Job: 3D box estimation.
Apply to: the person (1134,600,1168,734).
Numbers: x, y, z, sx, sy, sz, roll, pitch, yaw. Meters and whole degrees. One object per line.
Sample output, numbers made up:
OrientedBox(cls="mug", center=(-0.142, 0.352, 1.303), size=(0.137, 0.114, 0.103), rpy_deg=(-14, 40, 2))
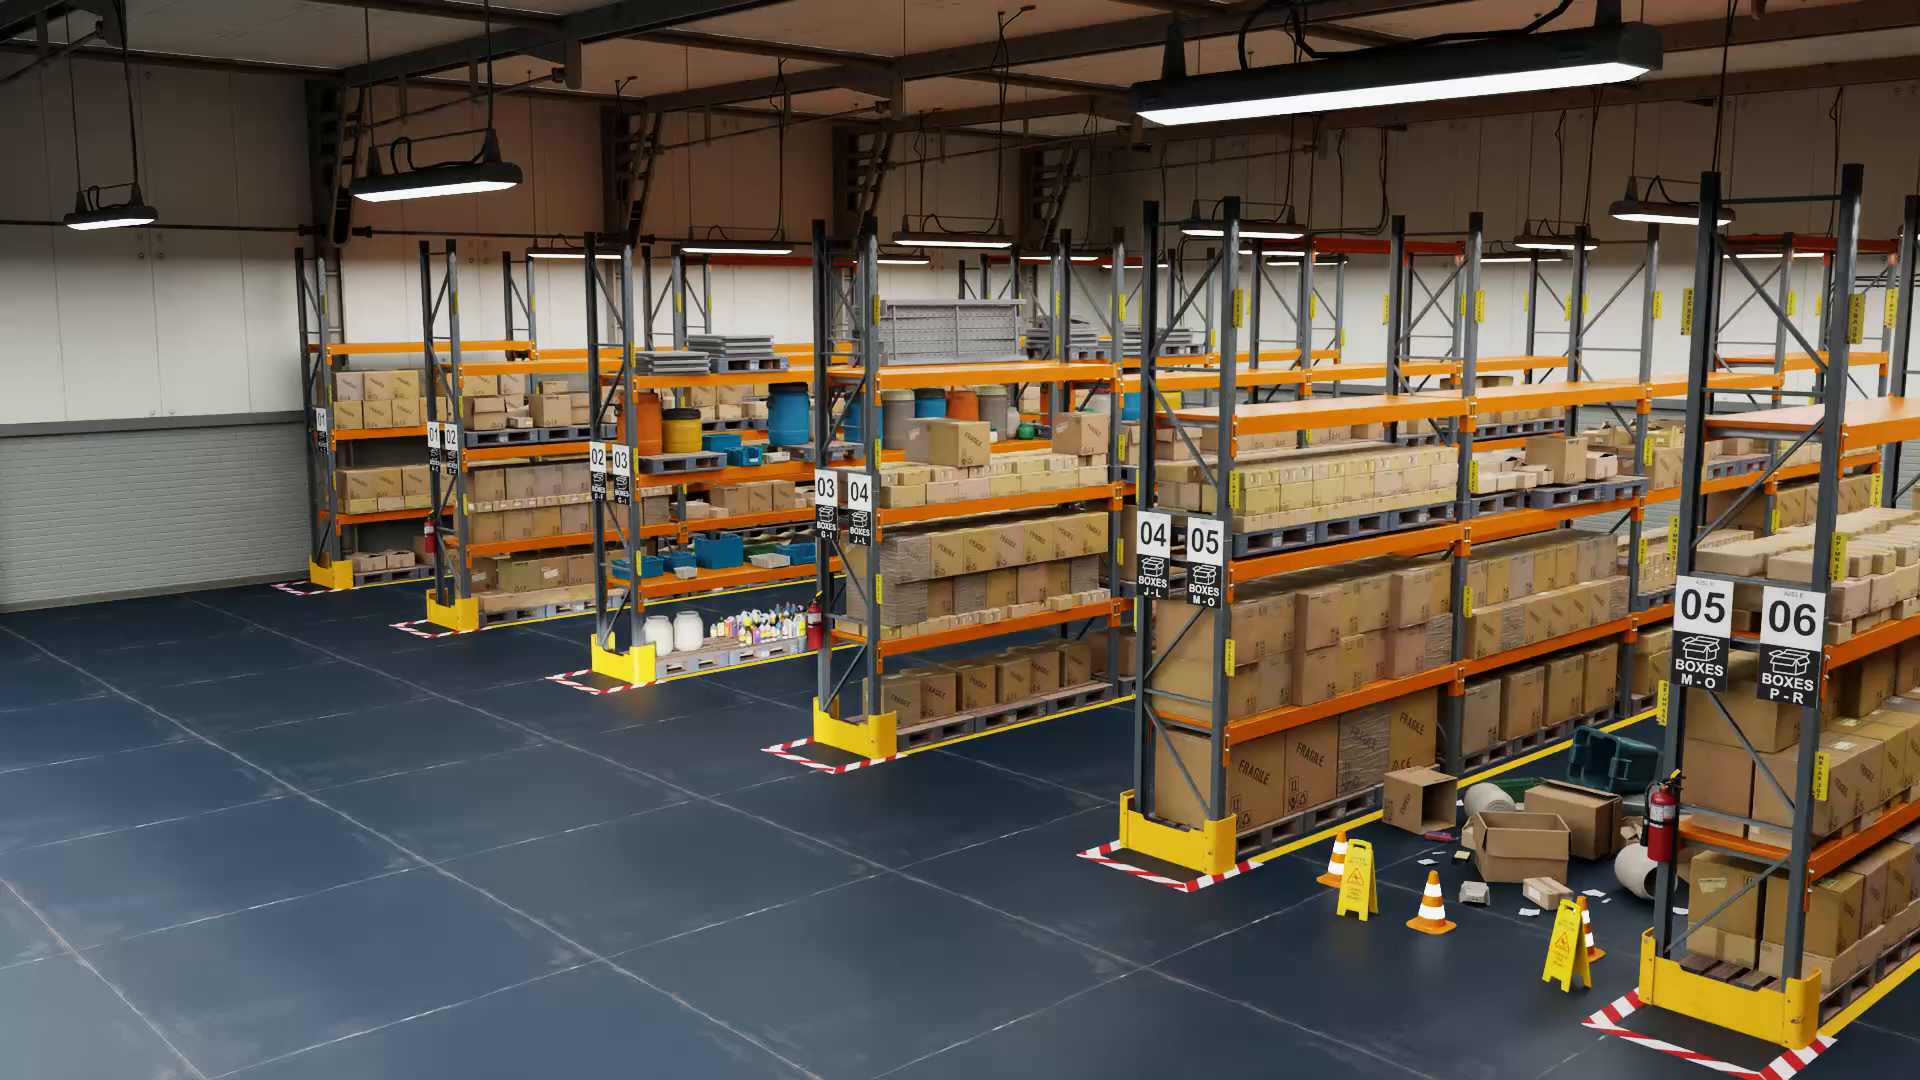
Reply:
OrientedBox(cls="person", center=(2.314, 1.491, 19.419), size=(0.644, 1.660, 0.908), rpy_deg=(5, 10, 30))
